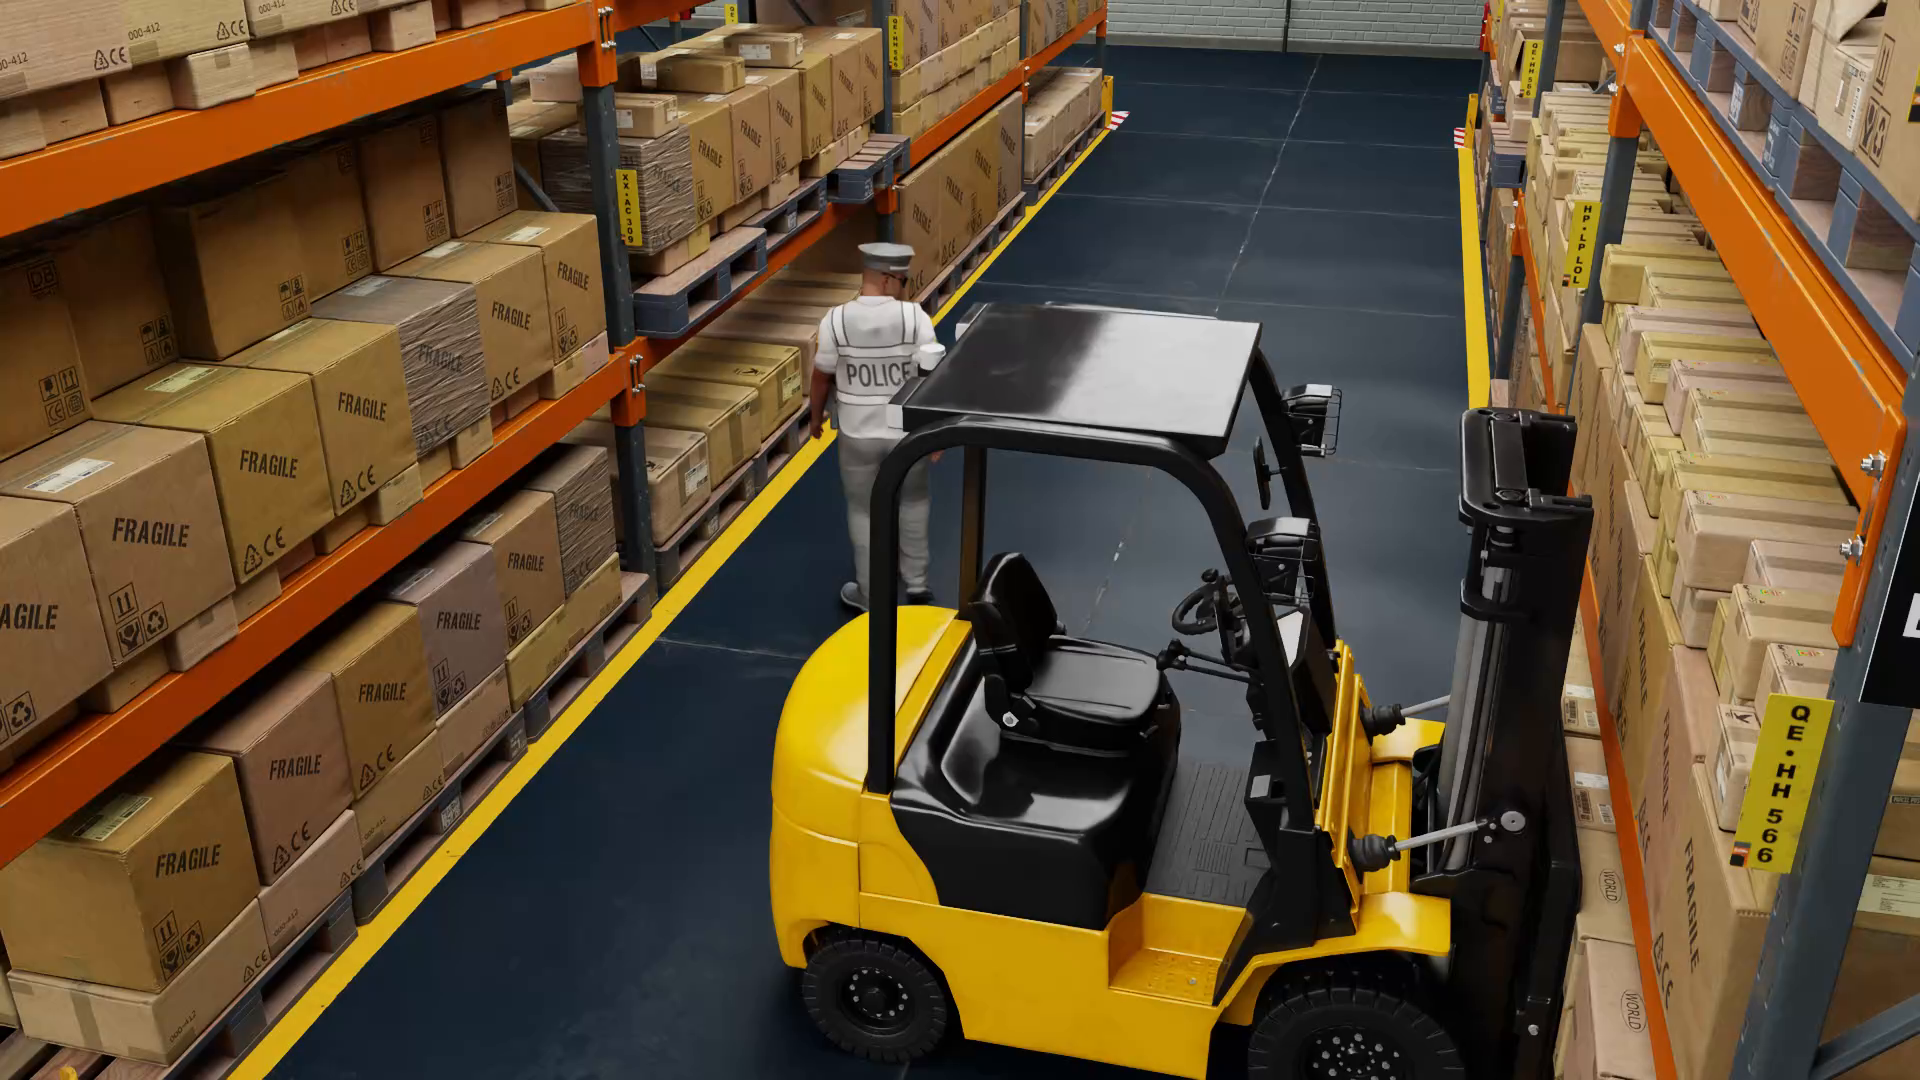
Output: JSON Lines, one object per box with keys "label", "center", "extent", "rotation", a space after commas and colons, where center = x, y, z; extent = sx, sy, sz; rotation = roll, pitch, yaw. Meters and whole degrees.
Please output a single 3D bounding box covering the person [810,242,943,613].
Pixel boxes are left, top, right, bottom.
{"label": "person", "center": [-0.382, -0.475, 7.661], "extent": [0.594, 1.825, 0.486], "rotation": [-4, 25, -7]}
